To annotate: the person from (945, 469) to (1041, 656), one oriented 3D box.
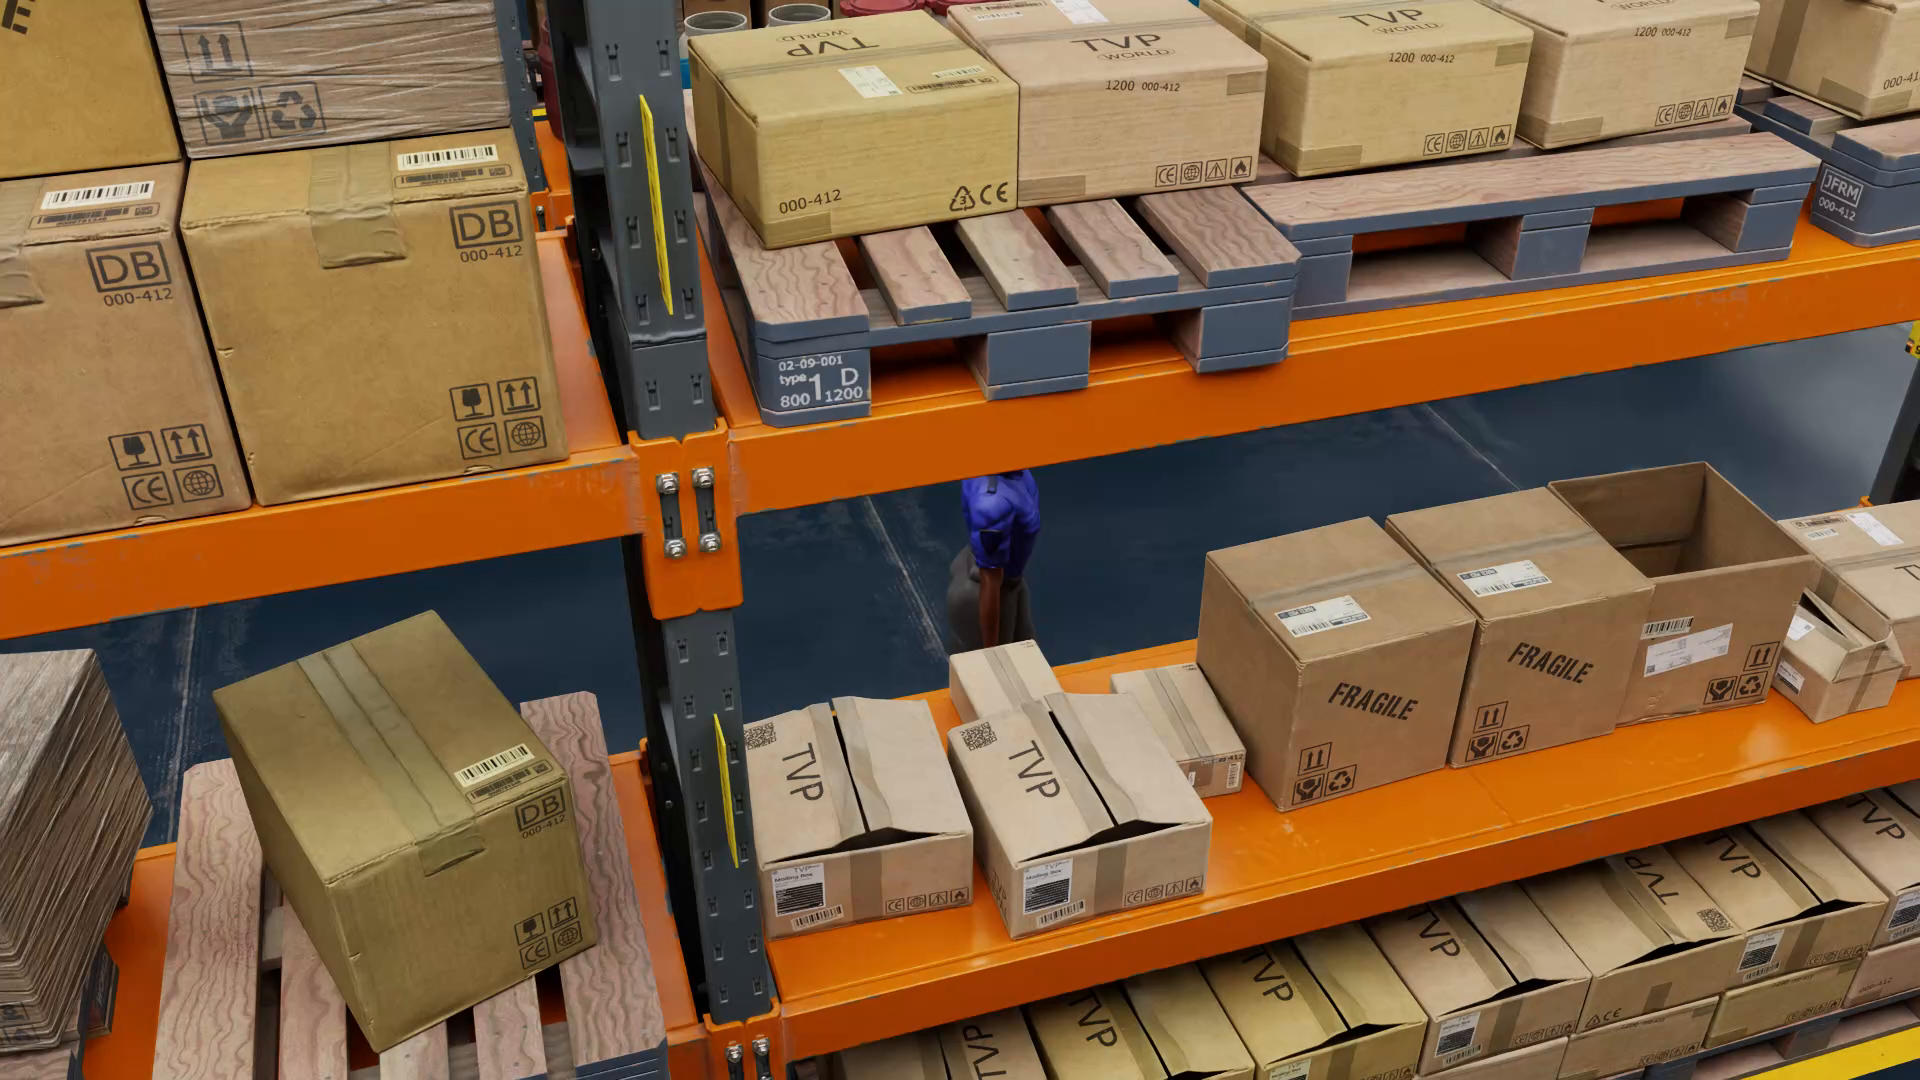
[{"bbox_3d":[0.183,0.233,5.777,0.562,1.657,0.671,1,34,2],"label":"person"}]
